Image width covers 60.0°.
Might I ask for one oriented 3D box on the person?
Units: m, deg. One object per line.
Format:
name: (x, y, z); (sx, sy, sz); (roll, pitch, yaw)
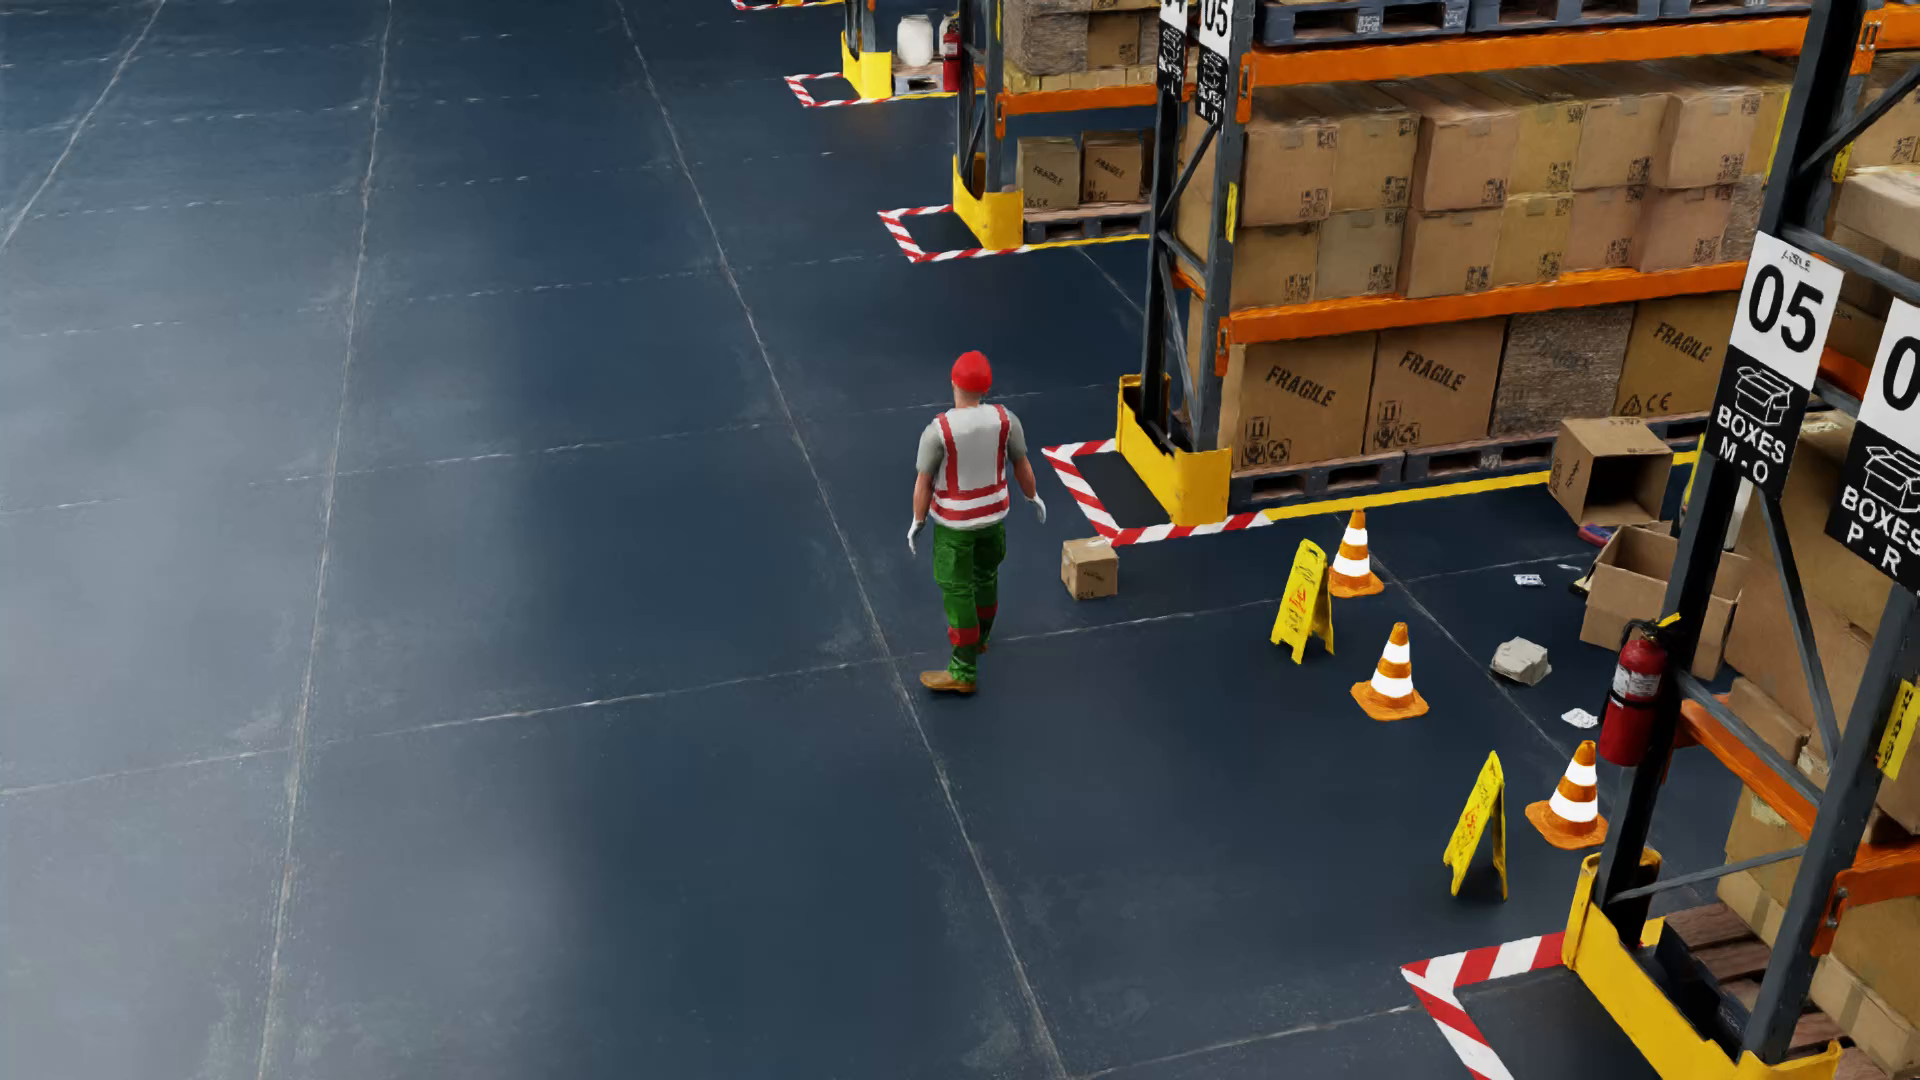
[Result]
person: (0.083, -0.142, 8.458); (0.754, 1.791, 0.634); (-13, 32, -21)
